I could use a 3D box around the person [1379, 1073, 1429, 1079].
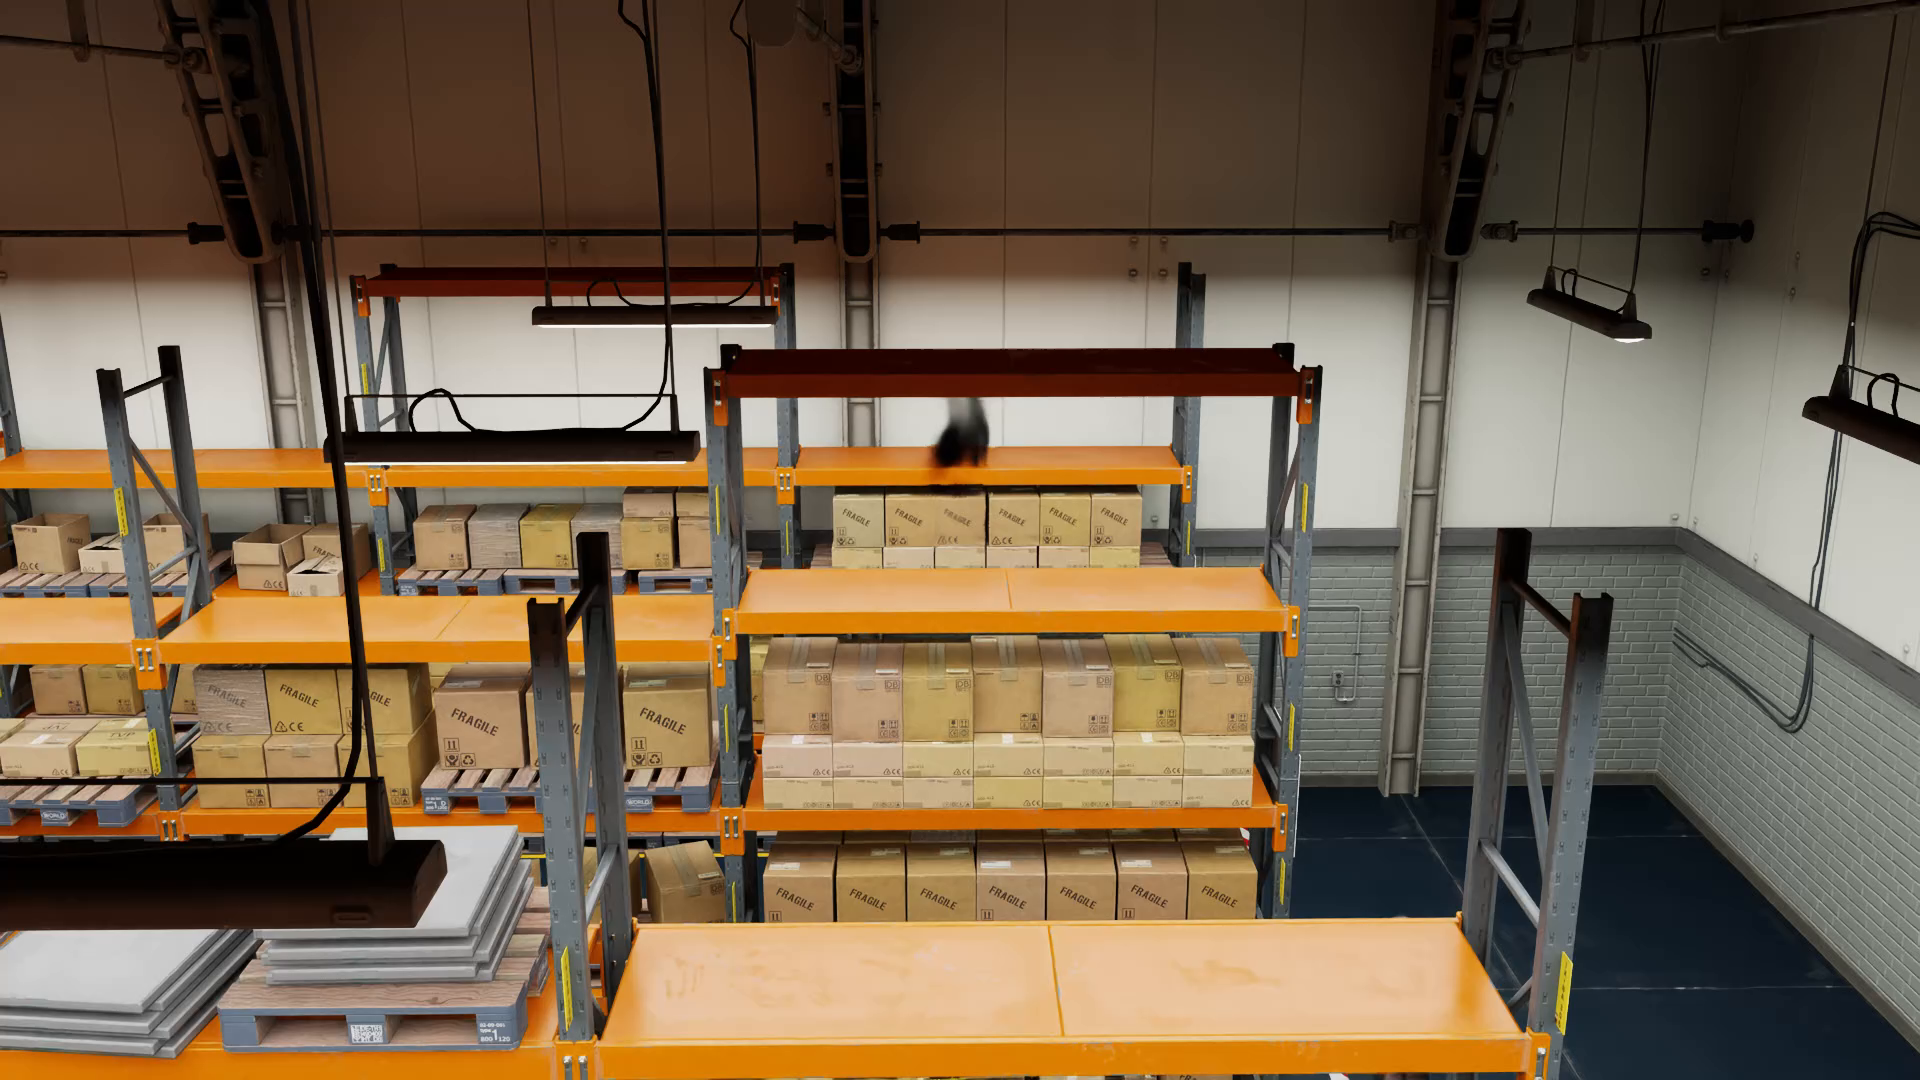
[{"bbox_3d":[3.378,3.781,12.561,0.653,1.705,0.728,9,18,28],"label":"person"}]
